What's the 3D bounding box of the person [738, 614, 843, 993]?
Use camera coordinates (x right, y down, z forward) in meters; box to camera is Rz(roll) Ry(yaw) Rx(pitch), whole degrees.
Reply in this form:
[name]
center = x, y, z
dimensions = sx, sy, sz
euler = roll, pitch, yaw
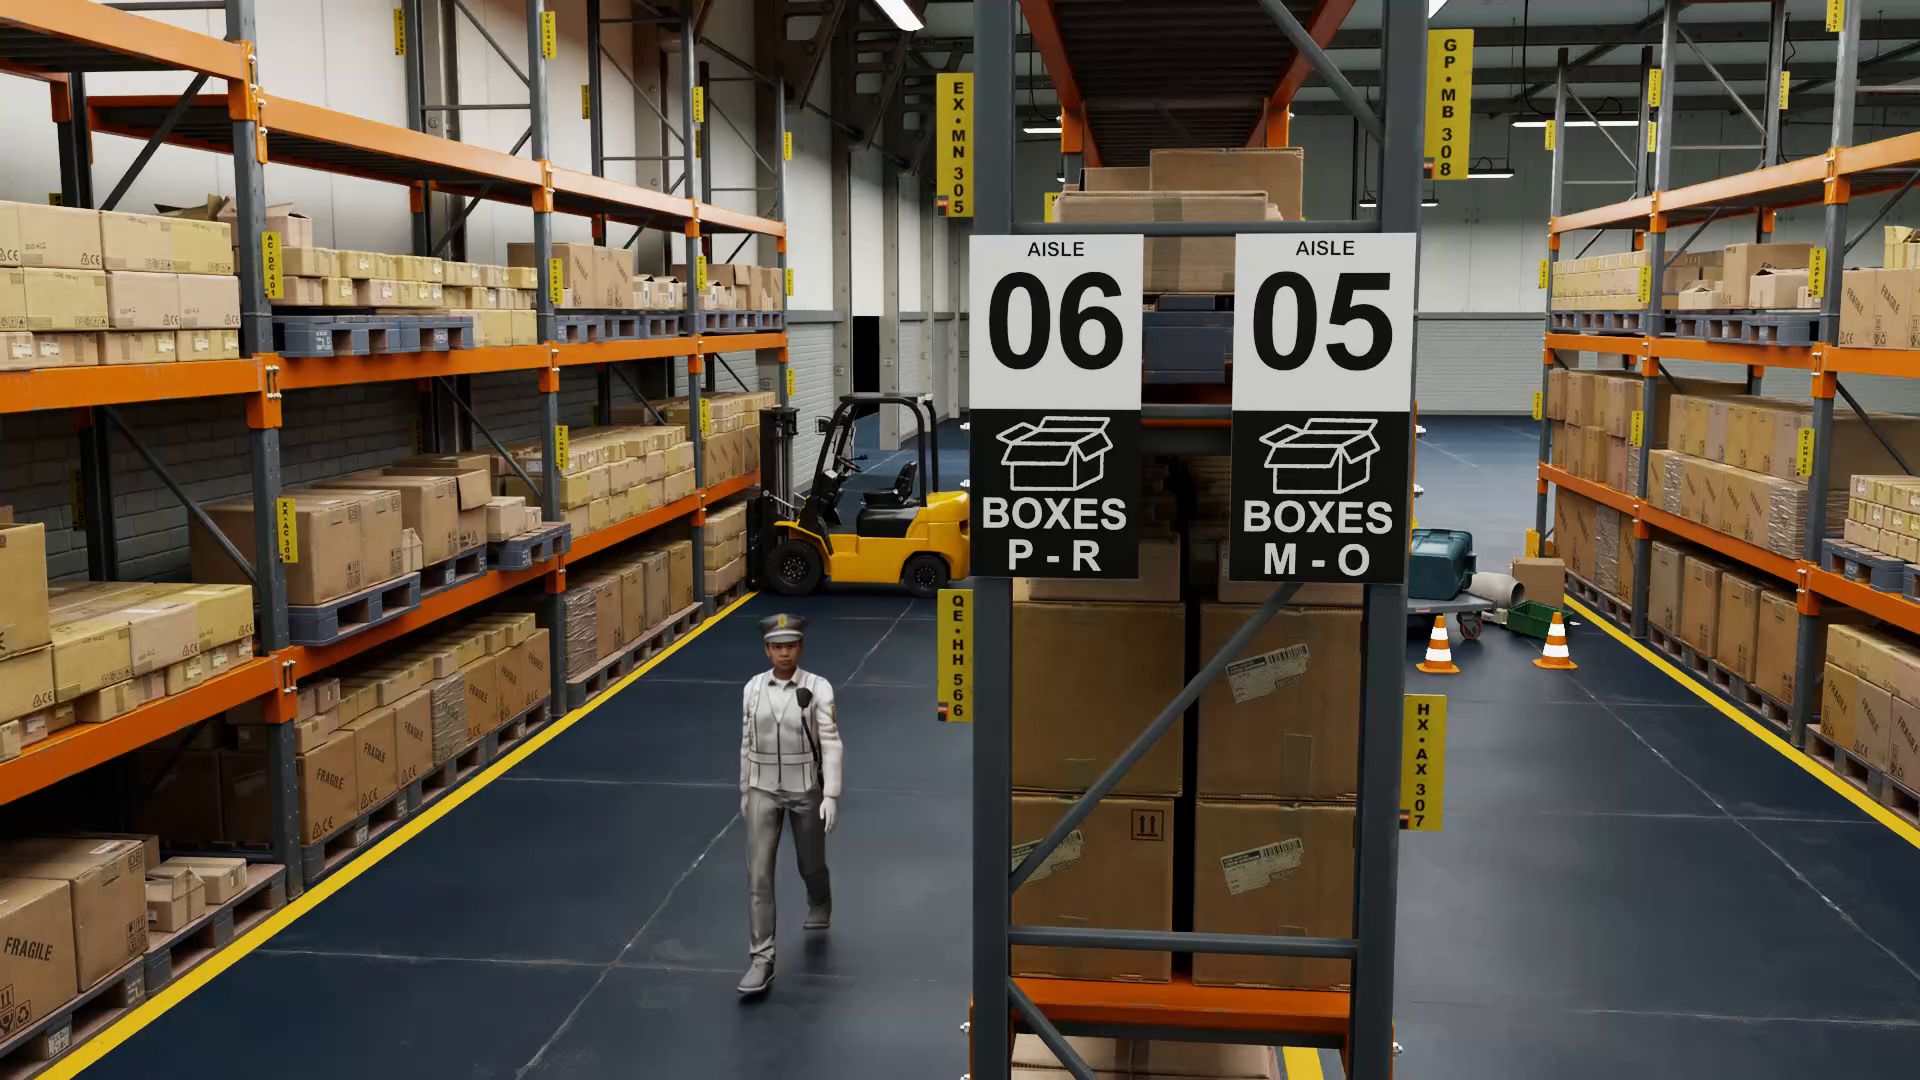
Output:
[person]
center = -0.789, 1.151, 7.665
dimensions = 0.507, 1.644, 0.954
euler = 1, 8, 5
